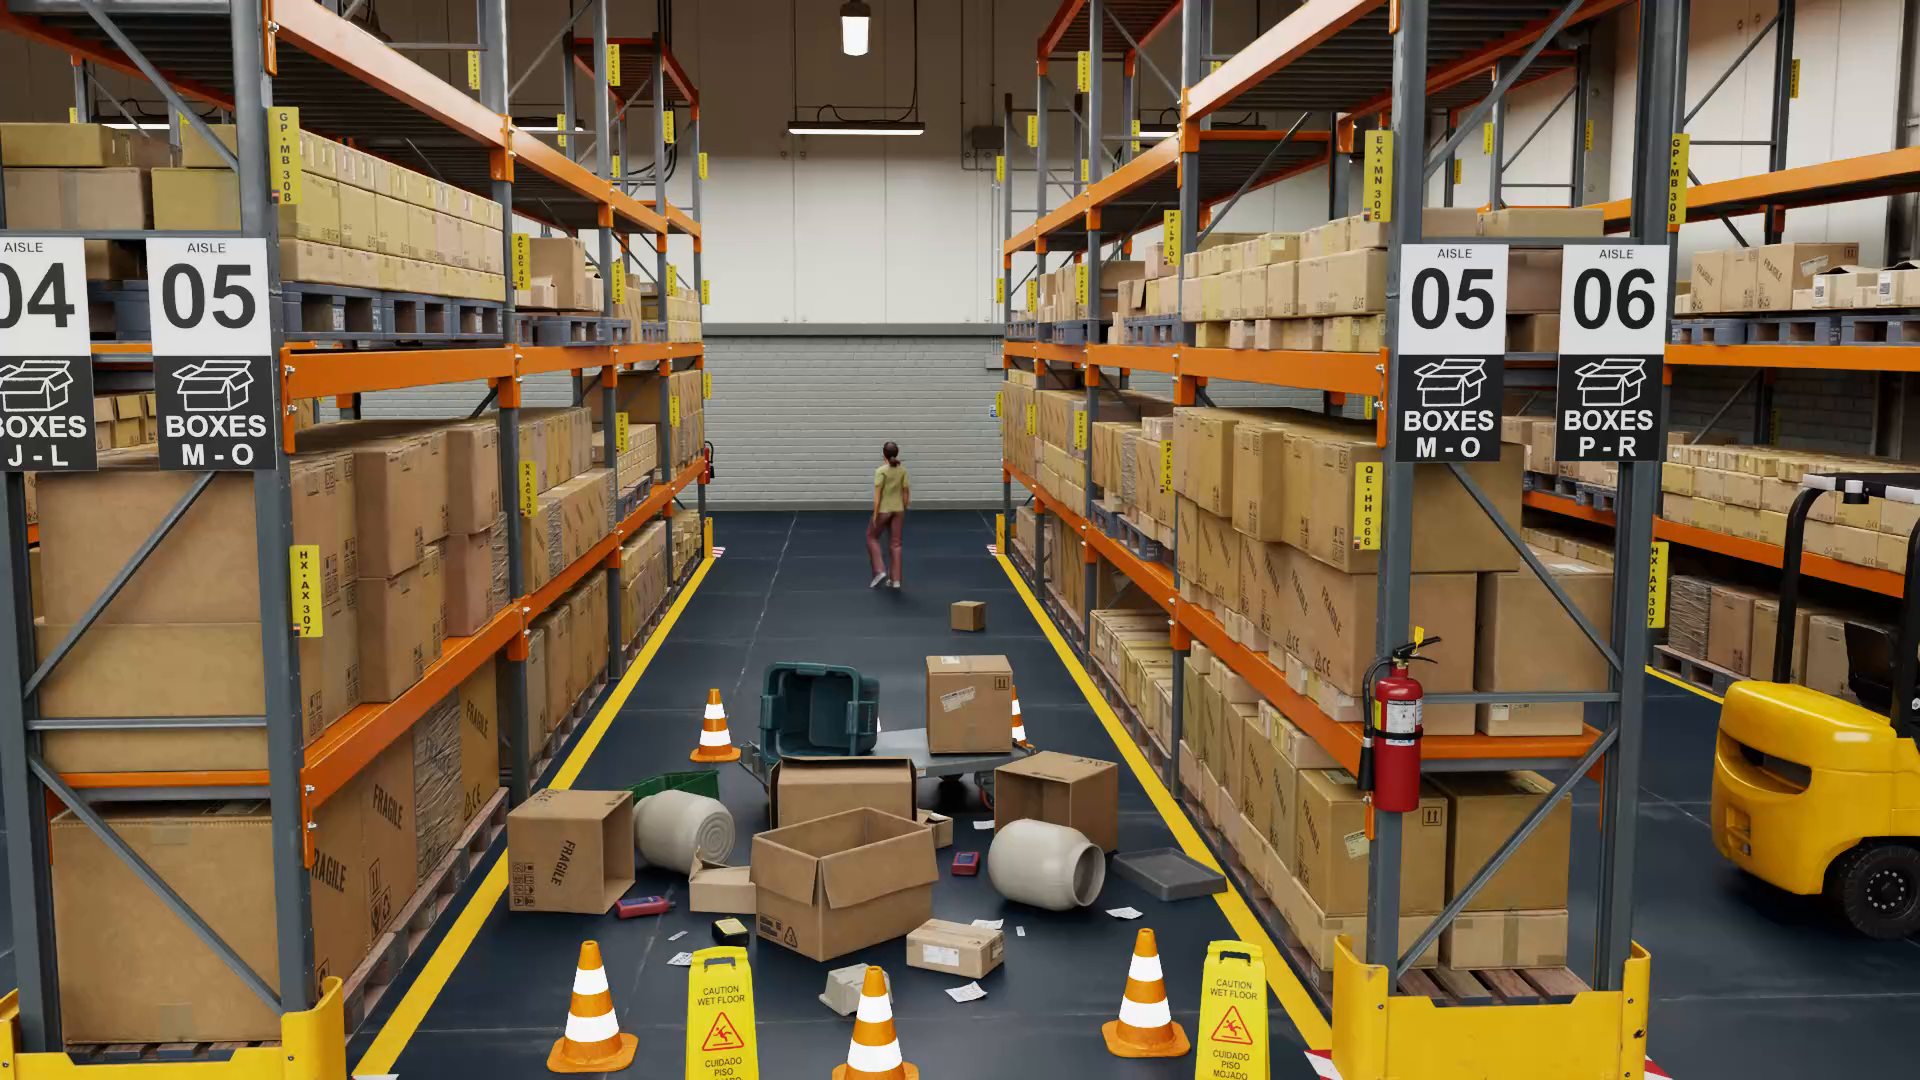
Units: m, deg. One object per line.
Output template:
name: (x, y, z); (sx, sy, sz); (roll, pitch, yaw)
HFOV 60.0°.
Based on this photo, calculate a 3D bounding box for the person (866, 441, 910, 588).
person: (-0.813, -0.268, 18.988); (0.479, 1.720, 0.511); (-3, 8, -25)
